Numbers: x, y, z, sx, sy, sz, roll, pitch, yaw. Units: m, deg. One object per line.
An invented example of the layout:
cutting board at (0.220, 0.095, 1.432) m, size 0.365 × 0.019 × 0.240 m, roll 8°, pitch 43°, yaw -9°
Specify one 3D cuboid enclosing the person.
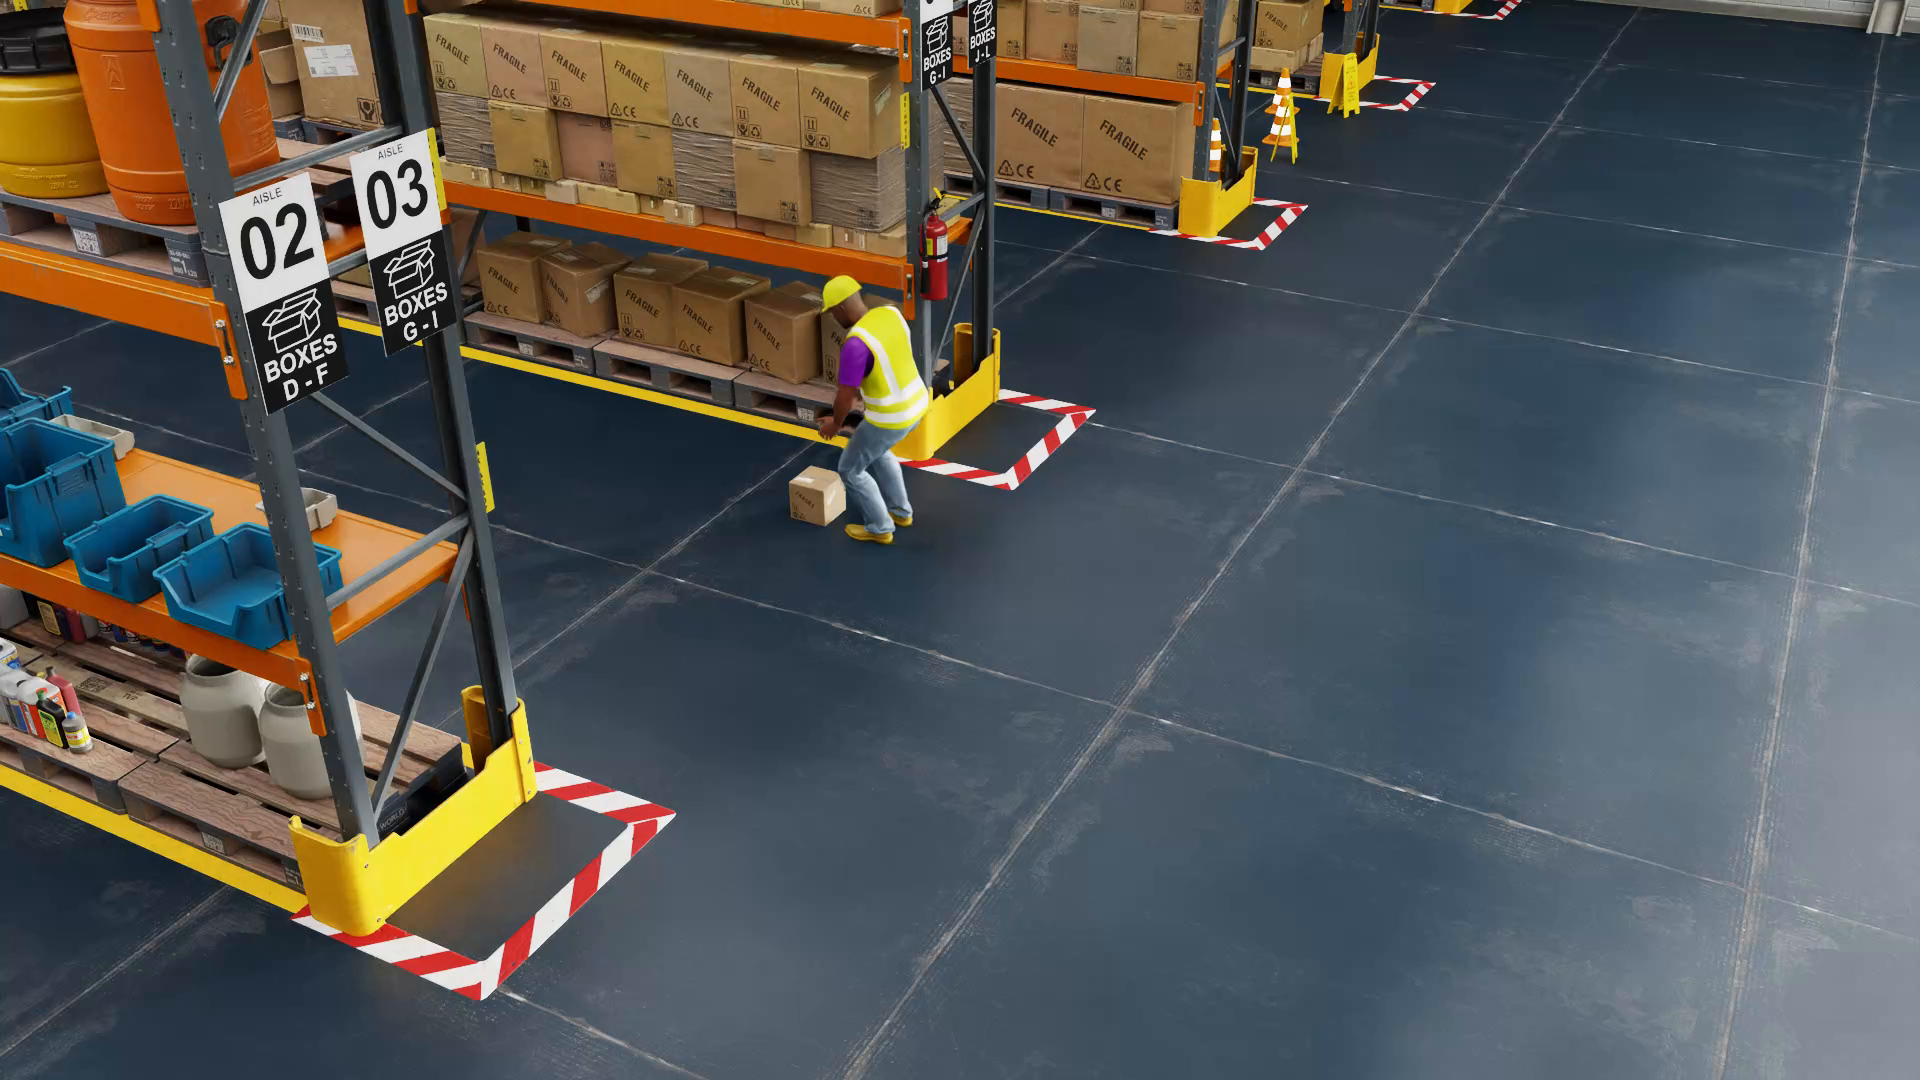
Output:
person at (-0.515, -0.755, 9.740) m, size 0.599 × 1.613 × 0.616 m, roll 15°, pitch 33°, yaw 24°
